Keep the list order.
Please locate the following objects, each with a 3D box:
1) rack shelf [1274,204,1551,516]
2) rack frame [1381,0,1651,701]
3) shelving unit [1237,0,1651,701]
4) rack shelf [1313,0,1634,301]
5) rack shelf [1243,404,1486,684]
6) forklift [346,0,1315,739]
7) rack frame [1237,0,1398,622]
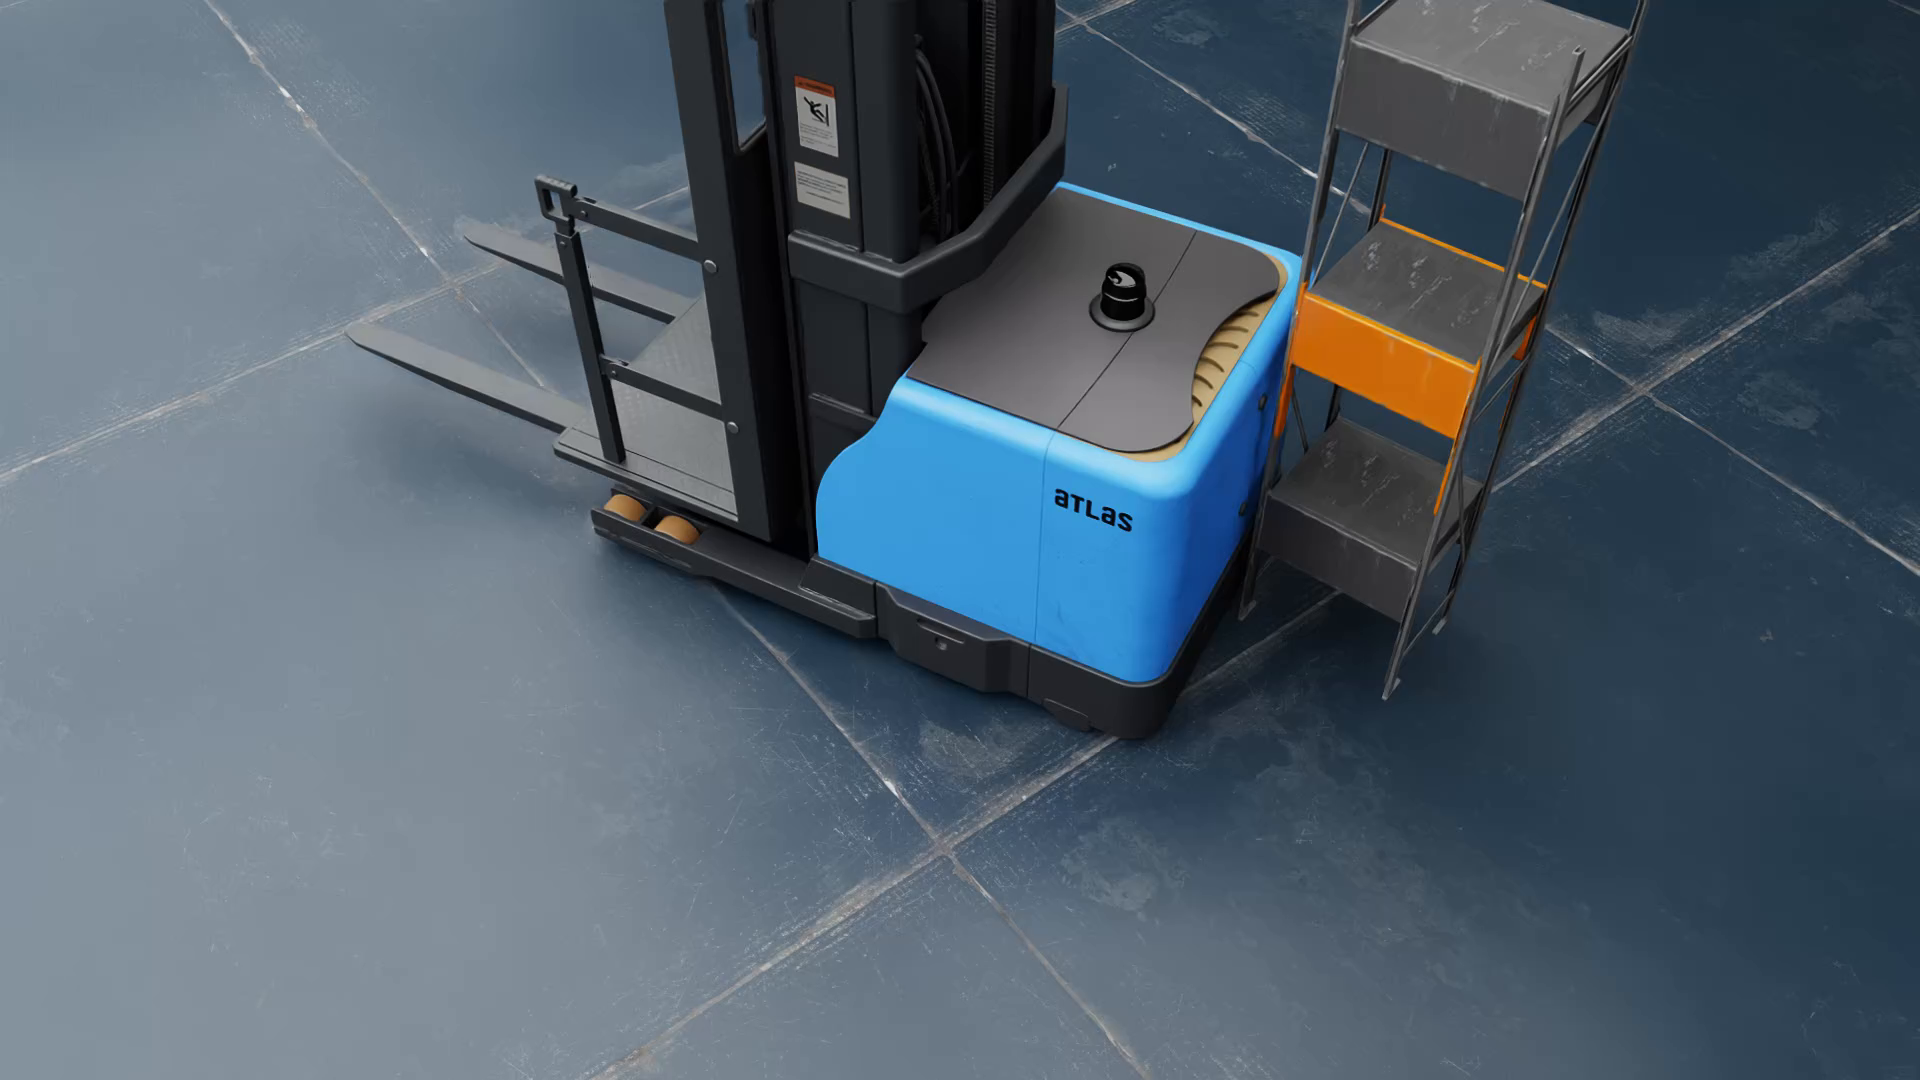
[{"bbox_3d":[1.153,-0.464,4.268,0.480,0.518,0.431,30,54,25],"label":"rack shelf"},{"bbox_3d":[1.345,-0.363,4.154,0.015,2.100,0.400,30,54,25],"label":"rack frame"},{"bbox_3d":[1.153,-0.473,4.258,0.503,2.100,0.431,30,54,25],"label":"shelving unit"},{"bbox_3d":[1.148,-0.938,3.753,0.480,0.518,0.431,30,54,25],"label":"rack shelf"},{"bbox_3d":[1.158,0.010,4.783,0.480,0.518,0.431,30,54,25],"label":"rack shelf"},{"bbox_3d":[-0.567,-1.220,4.378,3.031,2.935,1.130,21,51,18],"label":"forklift"},{"bbox_3d":[0.962,-0.584,4.361,0.015,2.100,0.400,30,54,25],"label":"rack frame"}]
